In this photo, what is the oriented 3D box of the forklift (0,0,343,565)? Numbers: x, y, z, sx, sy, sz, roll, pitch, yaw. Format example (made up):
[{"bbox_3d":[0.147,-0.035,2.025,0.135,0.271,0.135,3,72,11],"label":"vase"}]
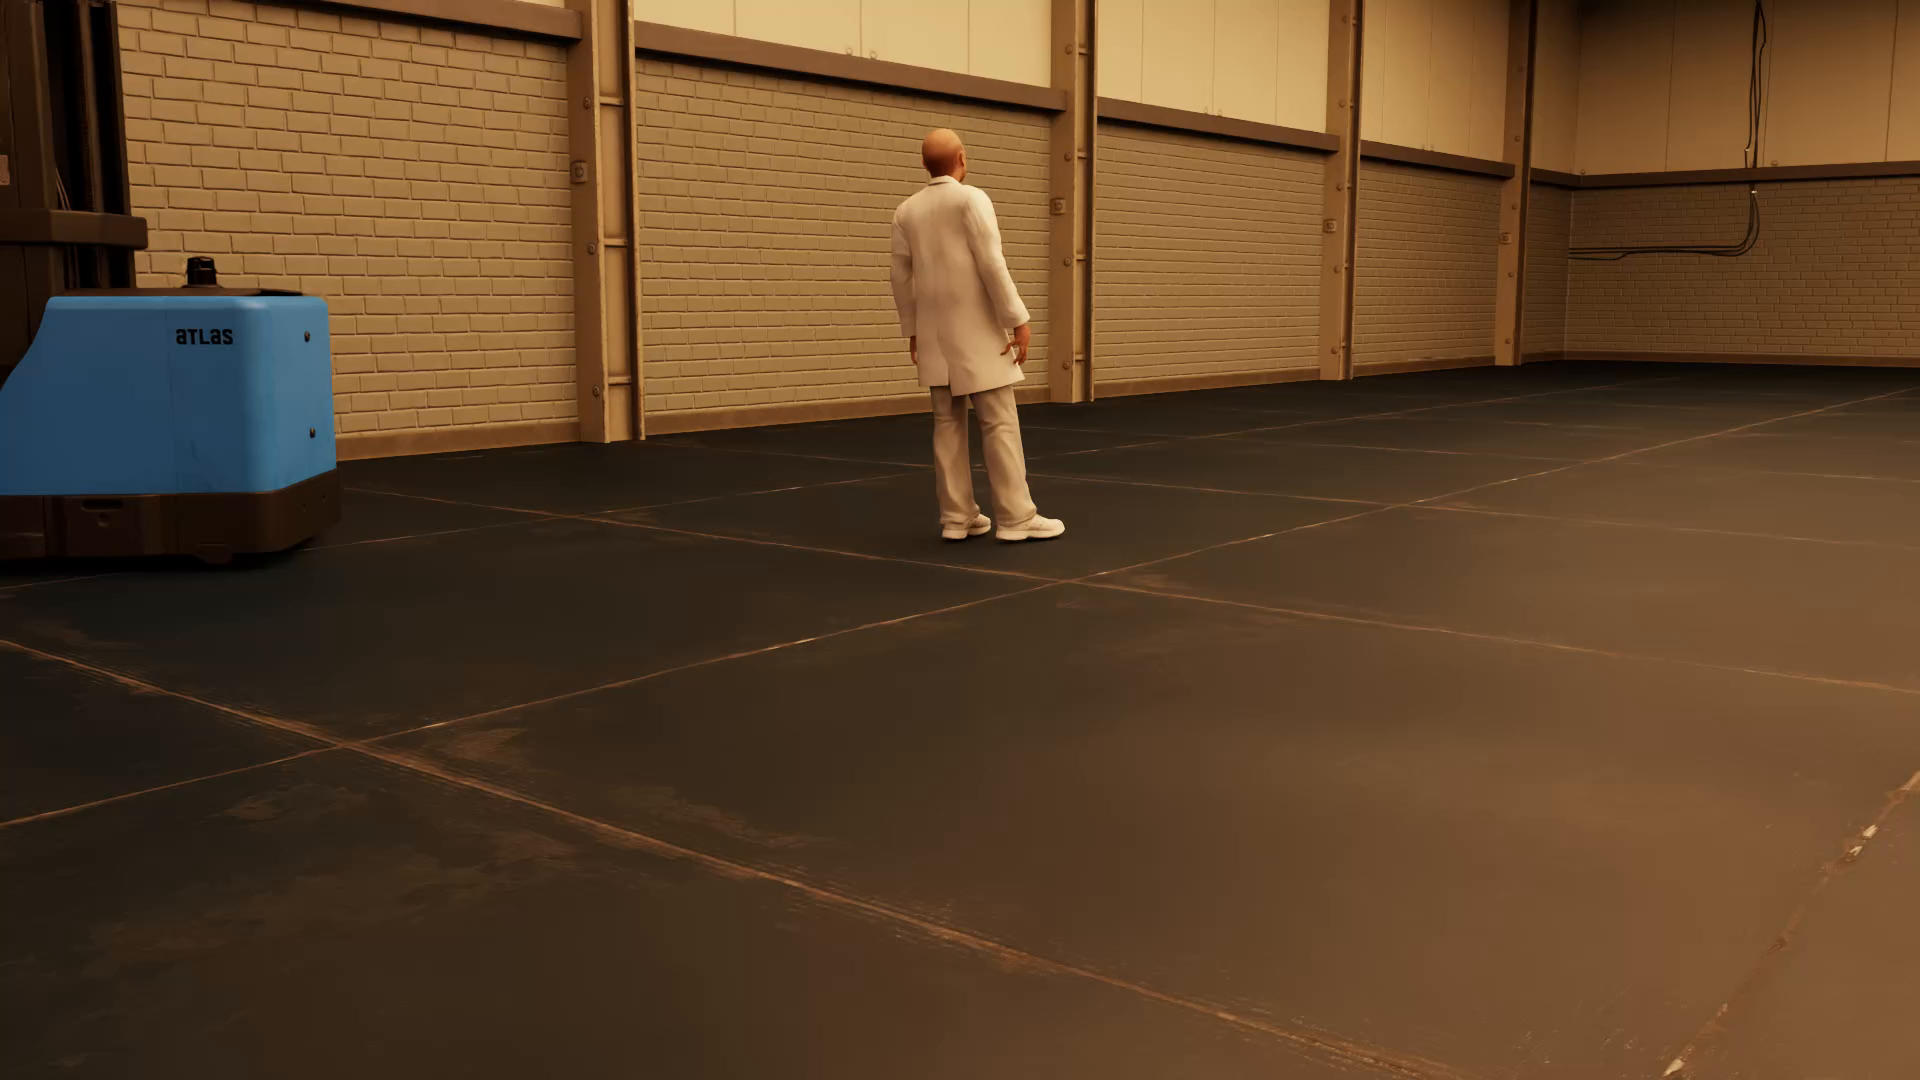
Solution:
[{"bbox_3d":[-4.245,-1.381,6.717,3.031,2.935,1.130,-1,8,-6],"label":"forklift"}]

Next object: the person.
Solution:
[{"bbox_3d":[0.061,-0.896,7.342,0.696,1.775,0.581,7,11,38],"label":"person"}]
